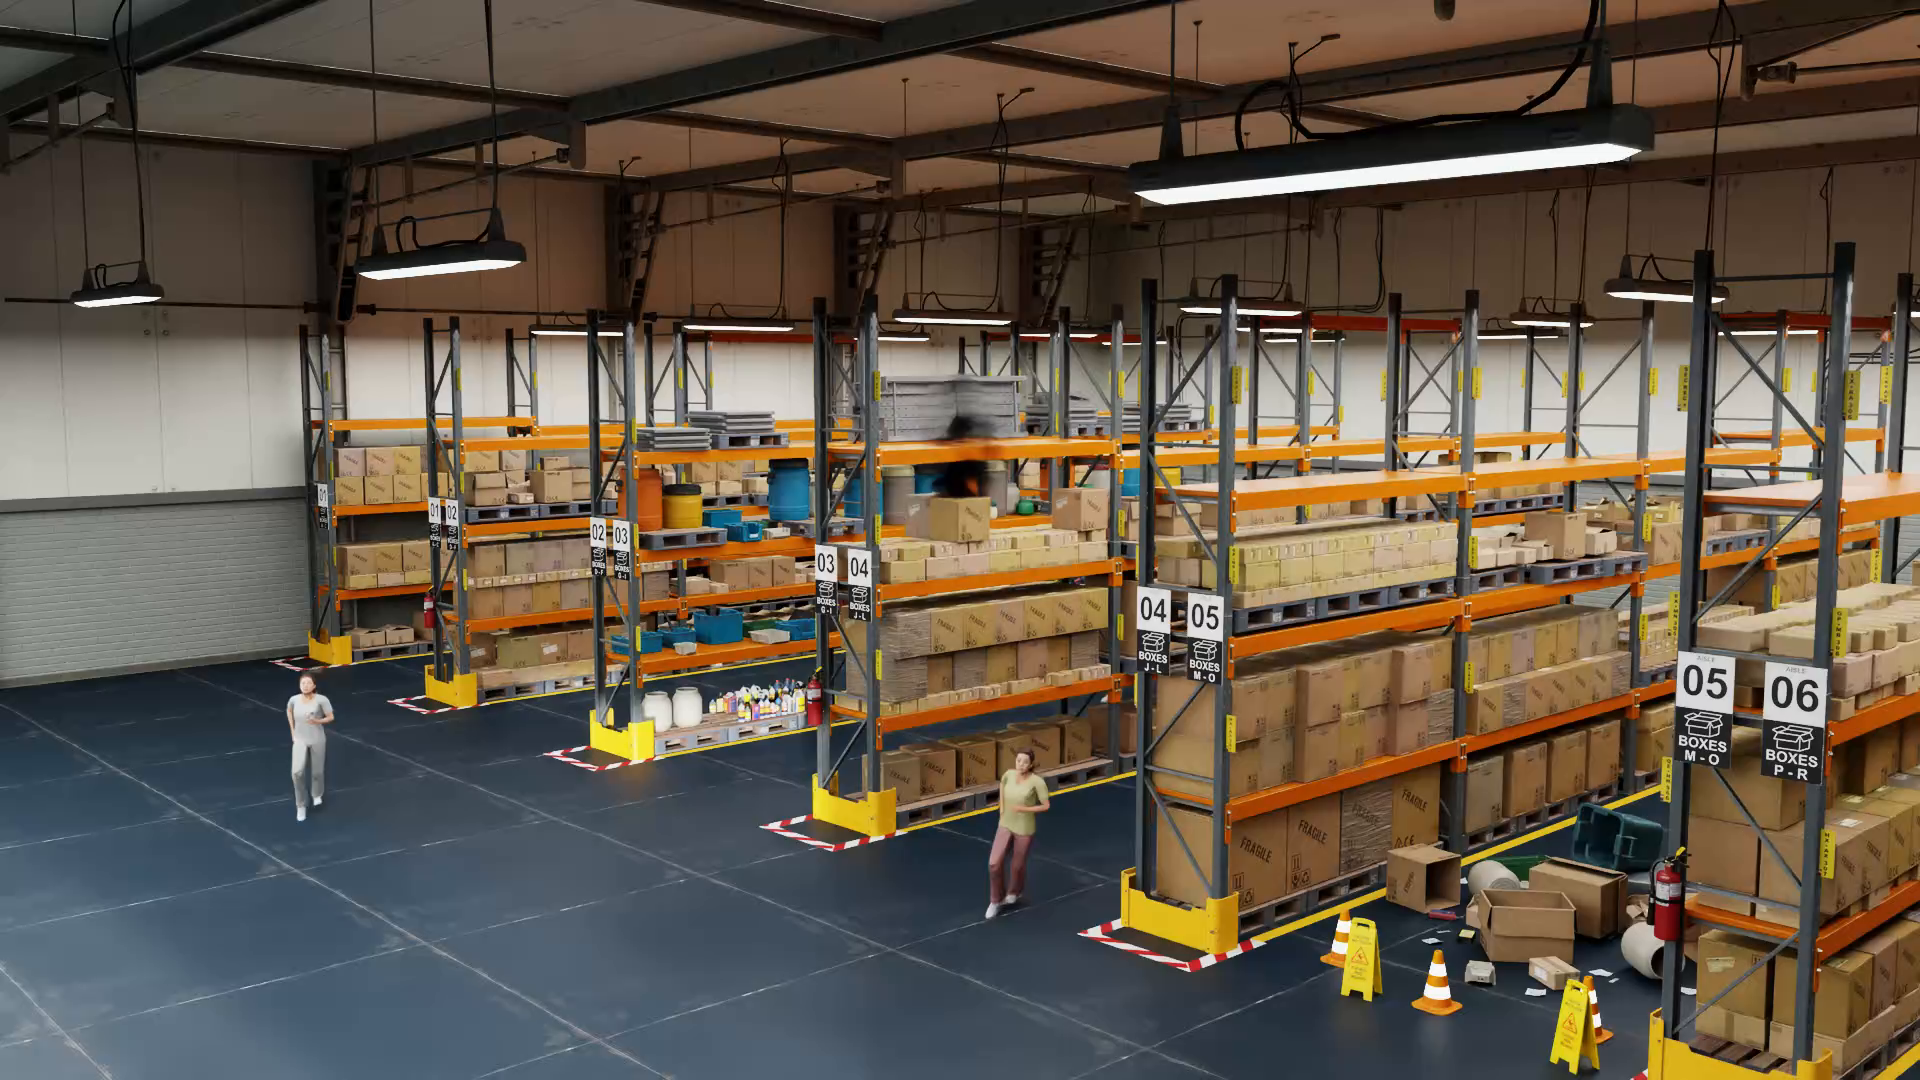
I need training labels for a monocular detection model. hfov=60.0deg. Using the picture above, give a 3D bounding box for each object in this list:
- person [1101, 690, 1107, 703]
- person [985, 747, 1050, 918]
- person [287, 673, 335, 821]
[{"bbox_3d":[2.676,1.645,26.383,0.678,1.781,1.183,5,8,42],"label":"person"},{"bbox_3d":[0.591,2.770,15.838,0.598,1.674,0.685,2,6,20],"label":"person"},{"bbox_3d":[-7.585,2.400,19.460,0.550,1.699,0.767,-1,6,-14],"label":"person"}]
